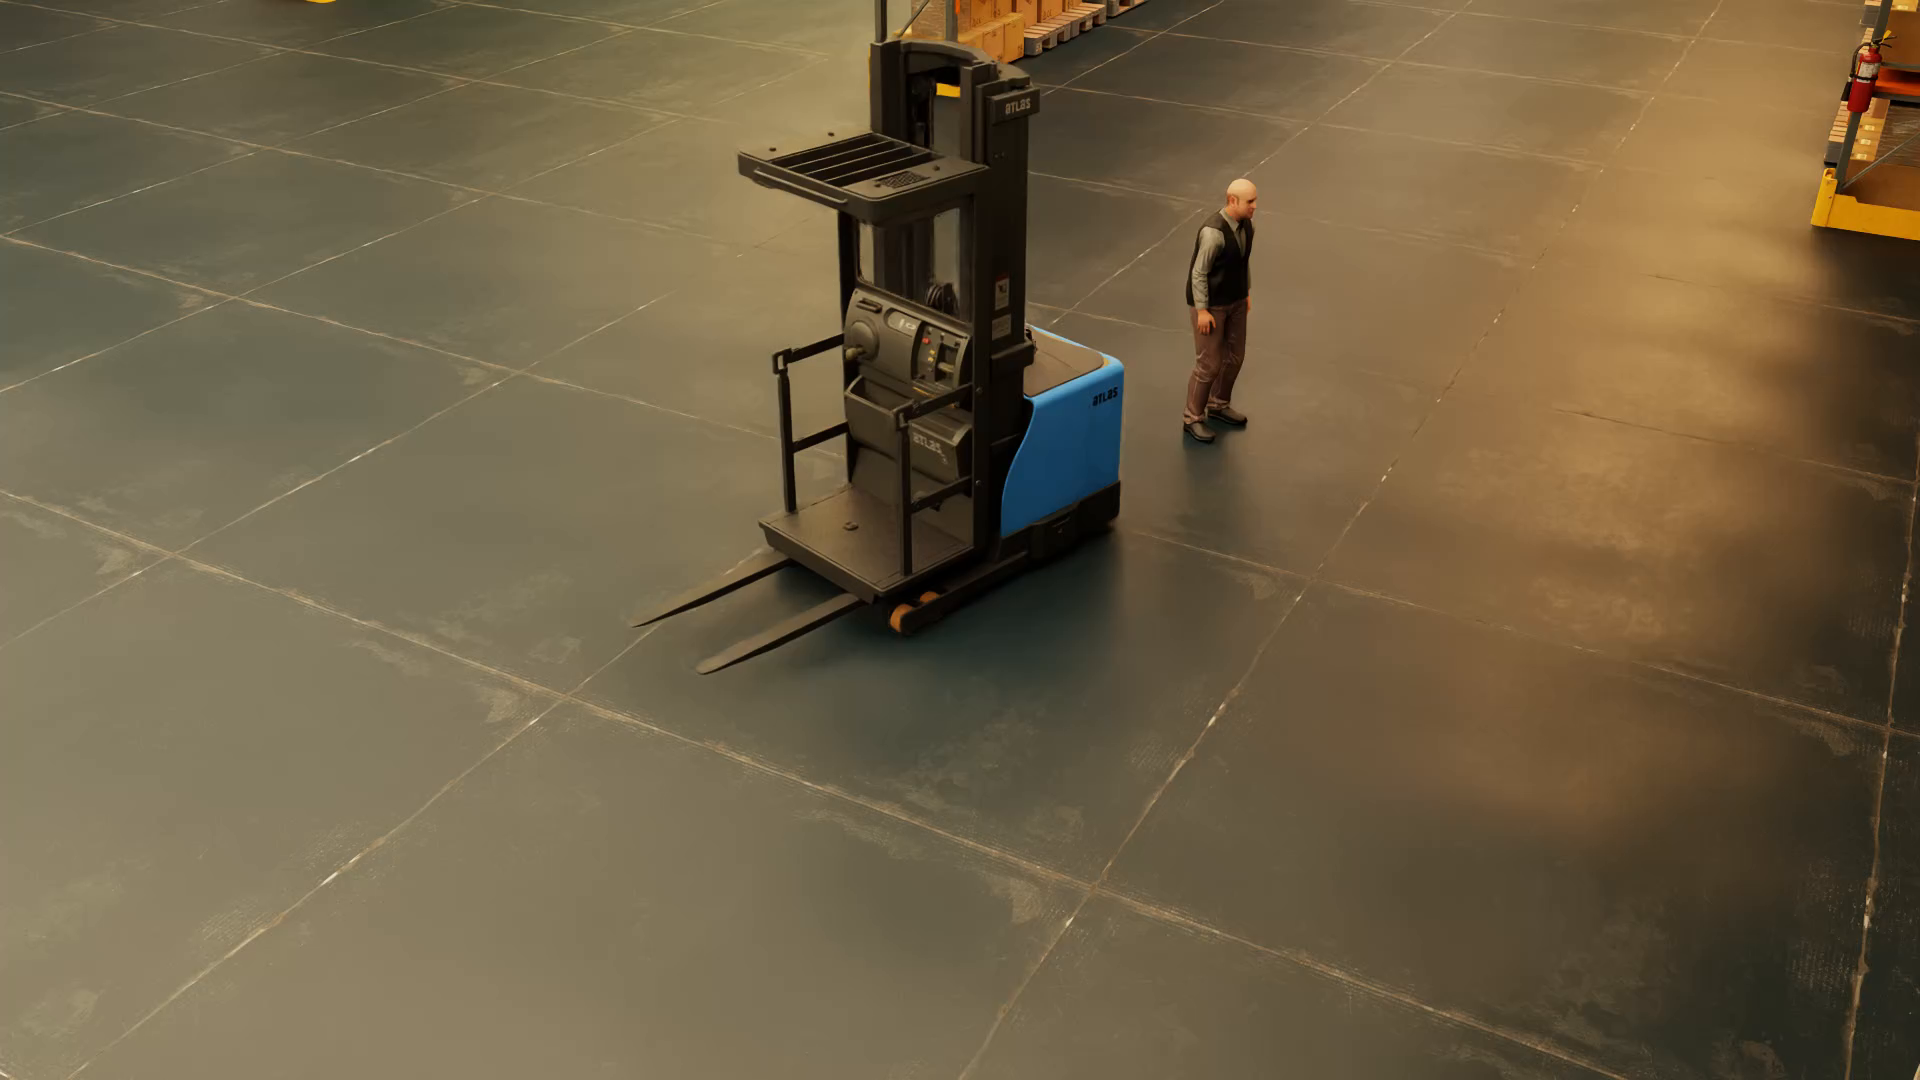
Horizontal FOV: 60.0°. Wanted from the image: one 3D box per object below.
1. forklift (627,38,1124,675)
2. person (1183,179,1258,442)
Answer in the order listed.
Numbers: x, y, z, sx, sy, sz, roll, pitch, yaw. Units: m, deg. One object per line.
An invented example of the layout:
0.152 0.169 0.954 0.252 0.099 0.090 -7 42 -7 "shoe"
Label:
-0.442 -1.043 8.879 3.031 2.935 1.130 -26 39 -37 "forklift"
1.713 -1.550 10.969 0.421 1.720 0.589 25 38 36 "person"
